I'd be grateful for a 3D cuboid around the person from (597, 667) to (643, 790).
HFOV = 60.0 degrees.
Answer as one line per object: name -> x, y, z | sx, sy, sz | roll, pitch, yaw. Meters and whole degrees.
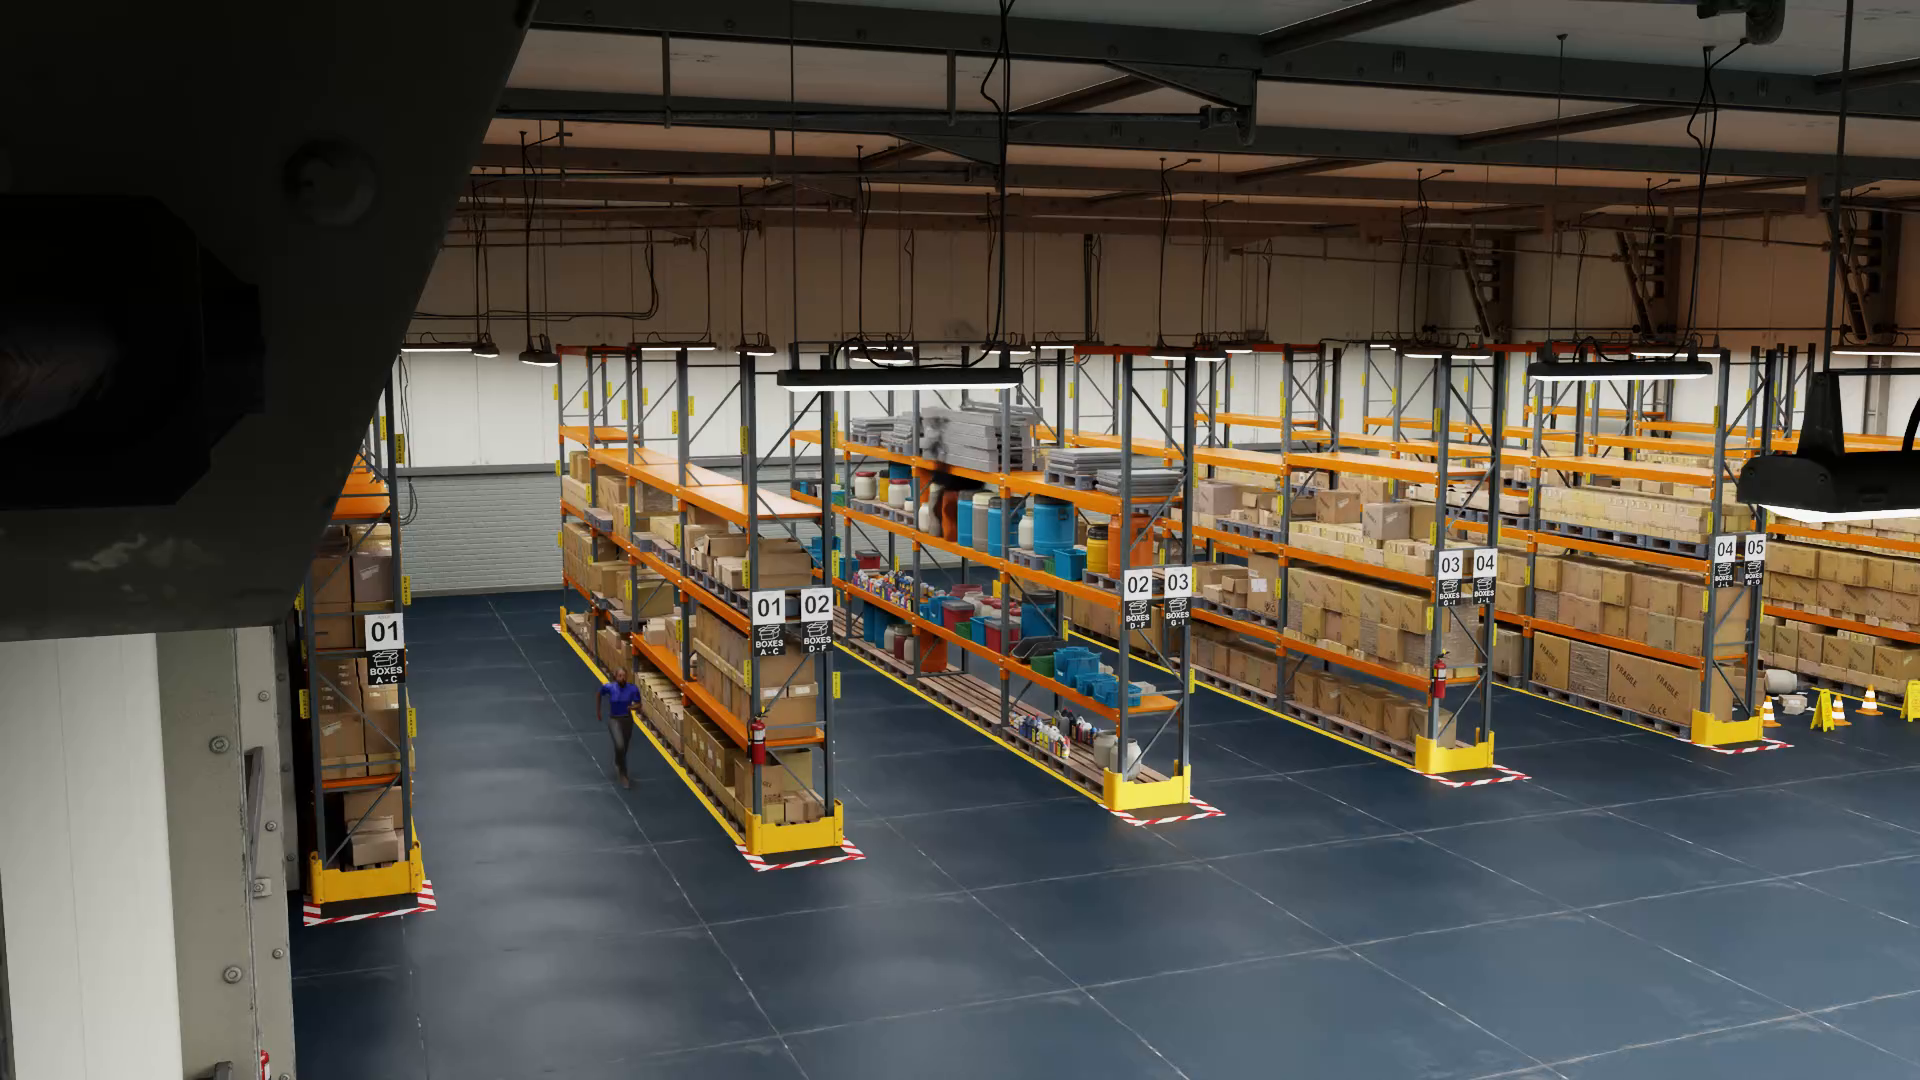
person -> -4.747, 2.590, 23.233 | 0.599, 1.686, 0.847 | -3, 8, -20
